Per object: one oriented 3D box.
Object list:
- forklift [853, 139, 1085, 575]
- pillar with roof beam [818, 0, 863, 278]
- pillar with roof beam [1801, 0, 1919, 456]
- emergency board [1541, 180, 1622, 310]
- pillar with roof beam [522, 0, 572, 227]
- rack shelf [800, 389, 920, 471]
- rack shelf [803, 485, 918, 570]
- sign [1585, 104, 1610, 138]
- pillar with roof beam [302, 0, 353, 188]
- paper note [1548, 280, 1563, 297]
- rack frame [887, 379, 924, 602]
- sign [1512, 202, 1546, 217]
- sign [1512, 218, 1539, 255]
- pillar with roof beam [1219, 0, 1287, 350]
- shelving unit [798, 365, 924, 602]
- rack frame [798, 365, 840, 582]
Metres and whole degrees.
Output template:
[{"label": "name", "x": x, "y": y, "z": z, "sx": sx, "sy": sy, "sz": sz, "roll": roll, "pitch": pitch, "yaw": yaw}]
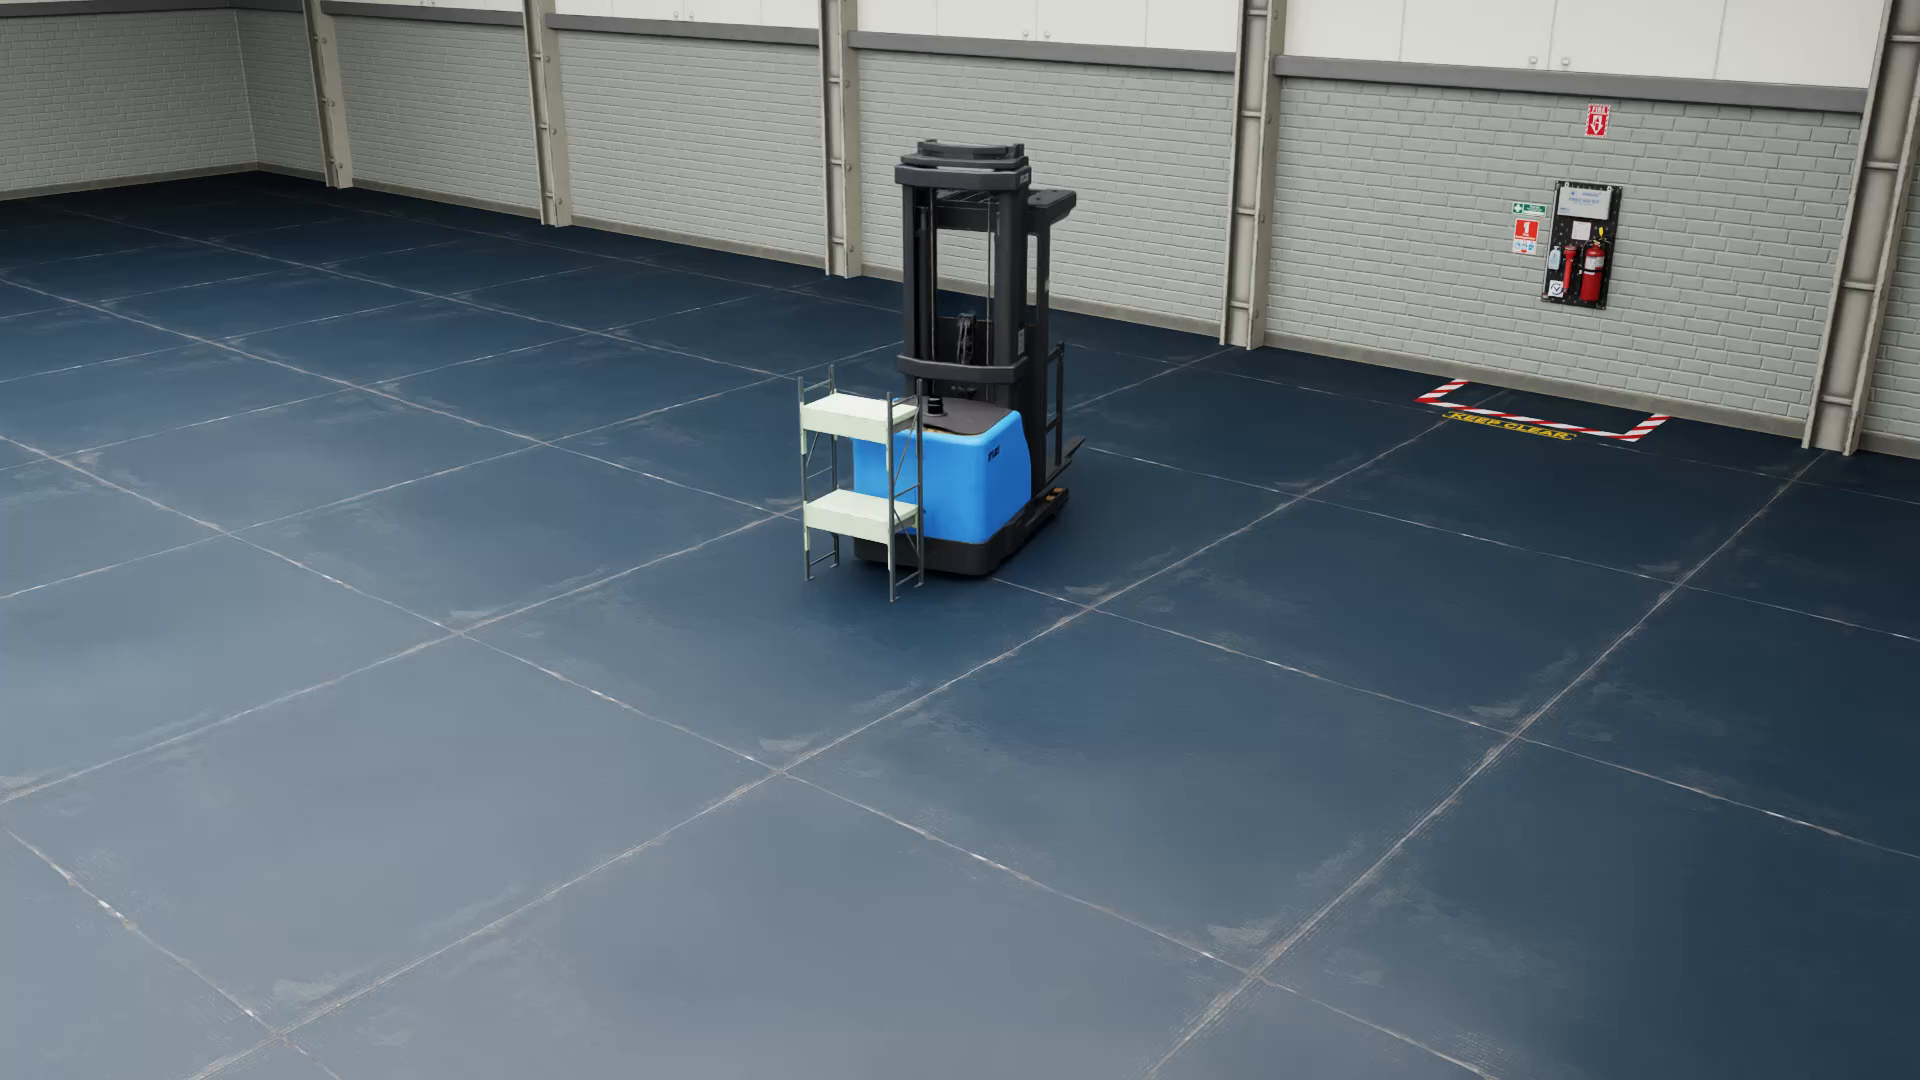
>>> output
[{"label": "forklift", "x": 0.226, "y": -1.607, "z": 12.776, "sx": 1.130, "sy": 2.935, "sz": 3.031, "roll": 8, "pitch": 22, "yaw": 20}, {"label": "pillar with roof beam", "x": -4.249, "y": -6.537, "z": 17.249, "sx": 0.400, "sy": 9.000, "sz": 9.100, "roll": 16, "pitch": 26, "yaw": 36}, {"label": "pillar with roof beam", "x": 5.047, "y": -3.859, "z": 10.149, "sx": 0.400, "sy": 9.000, "sz": 9.100, "roll": 16, "pitch": 26, "yaw": 36}, {"label": "emergency board", "x": 5.879, "y": -2.791, "z": 15.818, "sx": 0.643, "sy": 1.169, "sz": 0.194, "roll": 16, "pitch": 26, "yaw": 36}, {"label": "pillar with roof beam", "x": -8.898, "y": -7.875, "z": 20.798, "sx": 0.400, "sy": 9.000, "sz": 9.100, "roll": 16, "pitch": 26, "yaw": 36}, {"label": "rack shelf", "x": -0.684, "y": -0.764, "z": 11.464, "sx": 0.720, "sy": 0.370, "sz": 0.431, "roll": 12, "pitch": 24, "yaw": 29}, {"label": "rack shelf", "x": -0.684, "y": -0.094, "z": 11.717, "sx": 0.720, "sy": 0.370, "sz": 0.431, "roll": 12, "pitch": 24, "yaw": 29}, {"label": "sign", "x": 5.936, "y": -3.905, "z": 15.486, "sx": 0.199, "sy": 0.298, "sz": 0.001, "roll": 16, "pitch": 26, "yaw": 36}, {"label": "pillar with roof beam", "x": -13.546, "y": -9.214, "z": 24.348, "sx": 0.400, "sy": 9.000, "sz": 9.100, "roll": 16, "pitch": 26, "yaw": 36}, {"label": "paper note", "x": 5.785, "y": -2.437, "z": 16.128, "sx": 0.142, "sy": 0.148, "sz": 0.016, "roll": 16, "pitch": 26, "yaw": 36}, {"label": "rack frame", "x": -0.371, "y": -0.332, "z": 11.424, "sx": 0.023, "sy": 1.500, "sz": 0.400, "roll": 12, "pitch": 24, "yaw": 29}, {"label": "sign", "x": 5.514, "y": -3.204, "z": 16.111, "sx": 0.331, "sy": 0.109, "sz": 0.001, "roll": 16, "pitch": 26, "yaw": 36}, {"label": "sign", "x": 5.516, "y": -2.959, "z": 16.214, "sx": 0.234, "sy": 0.329, "sz": 0.001, "roll": 16, "pitch": 26, "yaw": 36}, {"label": "pillar with roof beam", "x": 0.399, "y": -5.198, "z": 13.699, "sx": 0.400, "sy": 9.000, "sz": 9.100, "roll": 16, "pitch": 26, "yaw": 36}, {"label": "shelving unit", "x": -0.684, "y": -0.399, "z": 11.602, "sx": 0.755, "sy": 1.500, "sz": 0.431, "roll": 12, "pitch": 24, "yaw": 29}, {"label": "rack frame", "x": -0.996, "y": -0.466, "z": 11.779, "sx": 0.023, "sy": 1.500, "sz": 0.400, "roll": 12, "pitch": 24, "yaw": 29}]
